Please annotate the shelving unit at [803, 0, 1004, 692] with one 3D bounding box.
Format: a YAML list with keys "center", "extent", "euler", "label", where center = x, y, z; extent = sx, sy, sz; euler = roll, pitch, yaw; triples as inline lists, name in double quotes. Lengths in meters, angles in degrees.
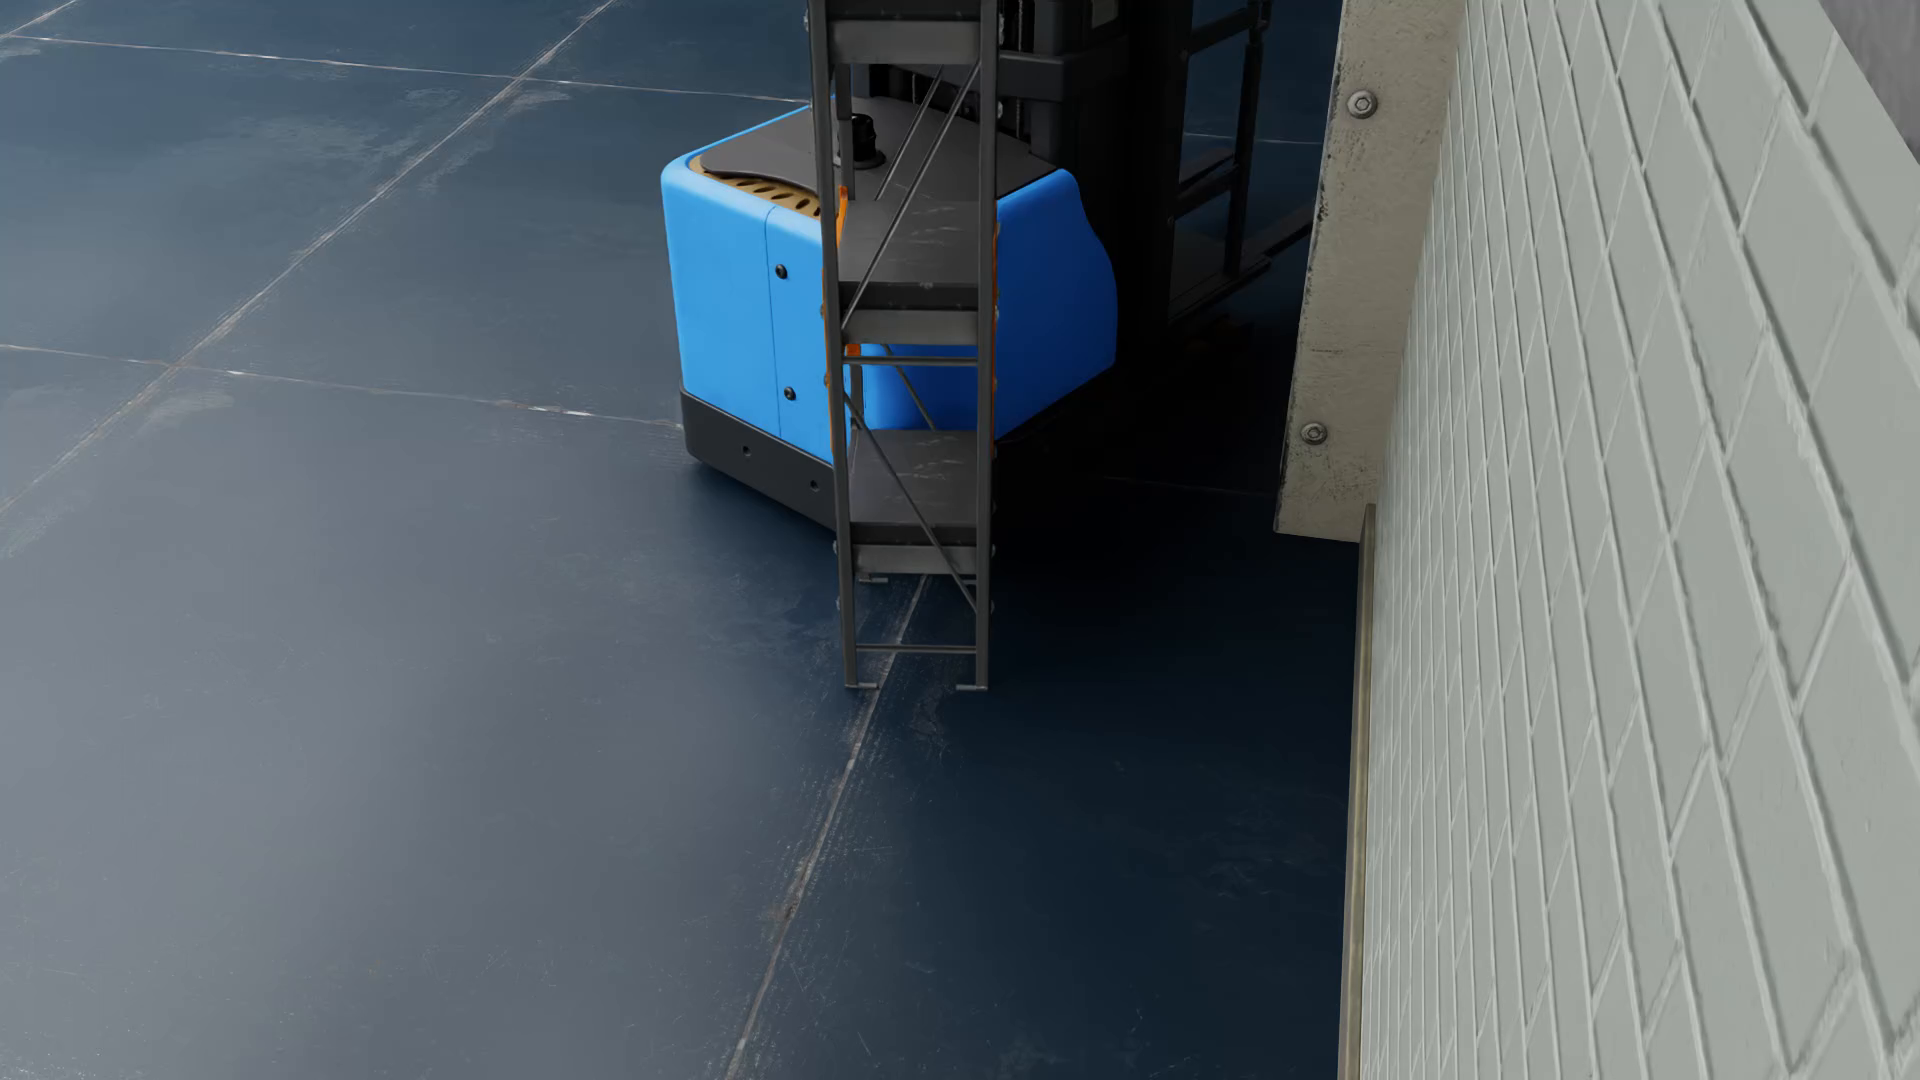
- center: [-0.114, -0.575, 4.255]
  extent: [0.431, 2.100, 0.503]
  euler: [1, 36, 1]
  label: "shelving unit"

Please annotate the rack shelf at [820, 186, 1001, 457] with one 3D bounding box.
- center: [-0.114, -0.564, 4.263]
  extent: [0.431, 0.518, 0.480]
  euler: [1, 36, 1]
  label: "rack shelf"

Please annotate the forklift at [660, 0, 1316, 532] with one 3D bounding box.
- center: [0.422, -1.917, 5.398]
  extent: [1.130, 2.935, 3.031]
  euler: [27, 44, 32]
  label: "forklift"

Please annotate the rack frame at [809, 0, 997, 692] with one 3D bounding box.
- center: [-0.121, -0.432, 4.057]
  extent: [0.400, 2.100, 0.015]
  euler: [1, 36, 1]
  label: "rack frame"

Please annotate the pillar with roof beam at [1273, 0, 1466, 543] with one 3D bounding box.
- center: [-3.018, -4.303, 3.520]
  extent: [9.100, 9.000, 0.400]
  euler: [7, 37, 10]
  label: "pillar with roof beam"

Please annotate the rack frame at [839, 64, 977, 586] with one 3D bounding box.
- center: [-0.107, -0.718, 4.452]
  extent: [0.400, 2.100, 0.015]
  euler: [1, 36, 1]
  label: "rack frame"

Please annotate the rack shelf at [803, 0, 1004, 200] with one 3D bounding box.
- center: [-0.114, -1.131, 3.852]
  extent: [0.431, 0.518, 0.480]
  euler: [1, 36, 1]
  label: "rack shelf"

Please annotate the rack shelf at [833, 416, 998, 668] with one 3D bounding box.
- center: [-0.114, 0.003, 4.673]
  extent: [0.431, 0.518, 0.480]
  euler: [1, 36, 1]
  label: "rack shelf"
